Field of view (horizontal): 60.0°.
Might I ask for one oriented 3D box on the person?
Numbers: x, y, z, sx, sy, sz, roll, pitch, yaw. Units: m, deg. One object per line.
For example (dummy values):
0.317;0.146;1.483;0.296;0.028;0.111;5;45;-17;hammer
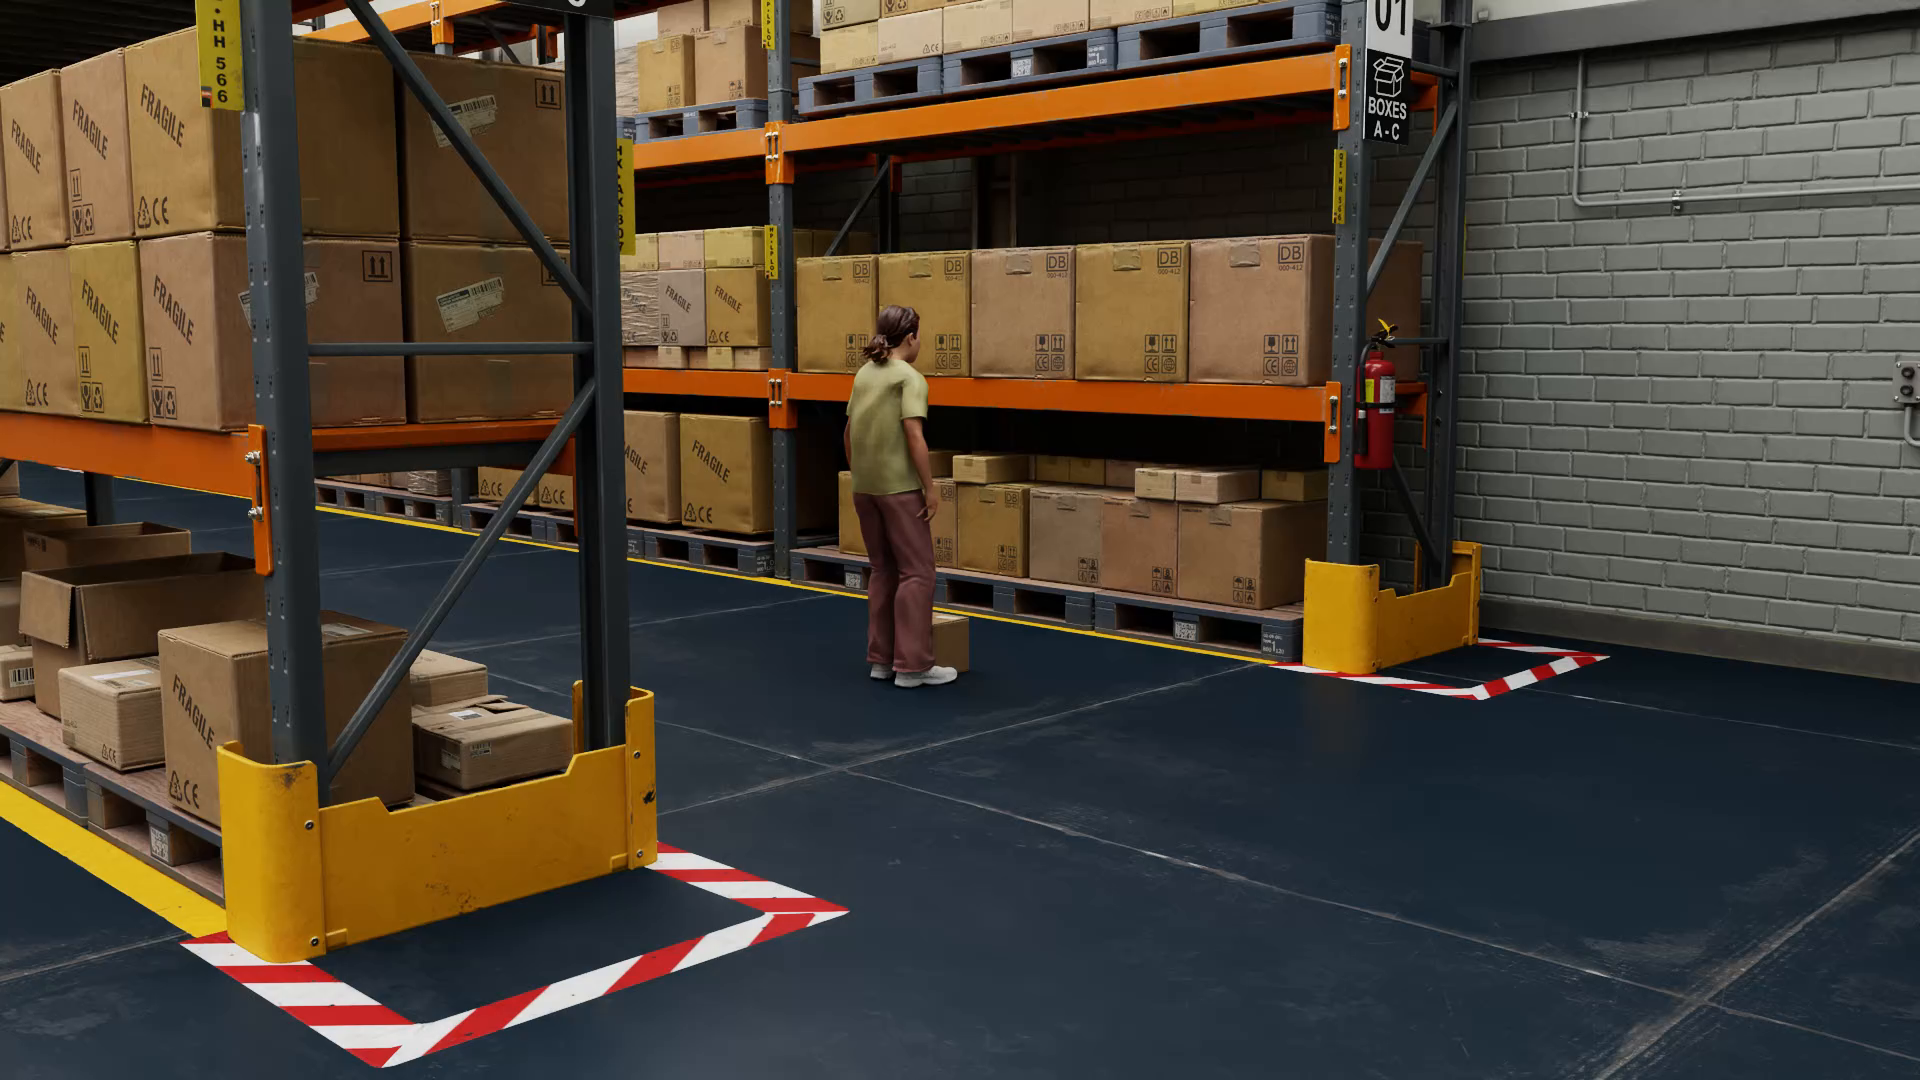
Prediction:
-0.275;-0.203;7.395;0.499;1.673;0.405;7;10;44;person
